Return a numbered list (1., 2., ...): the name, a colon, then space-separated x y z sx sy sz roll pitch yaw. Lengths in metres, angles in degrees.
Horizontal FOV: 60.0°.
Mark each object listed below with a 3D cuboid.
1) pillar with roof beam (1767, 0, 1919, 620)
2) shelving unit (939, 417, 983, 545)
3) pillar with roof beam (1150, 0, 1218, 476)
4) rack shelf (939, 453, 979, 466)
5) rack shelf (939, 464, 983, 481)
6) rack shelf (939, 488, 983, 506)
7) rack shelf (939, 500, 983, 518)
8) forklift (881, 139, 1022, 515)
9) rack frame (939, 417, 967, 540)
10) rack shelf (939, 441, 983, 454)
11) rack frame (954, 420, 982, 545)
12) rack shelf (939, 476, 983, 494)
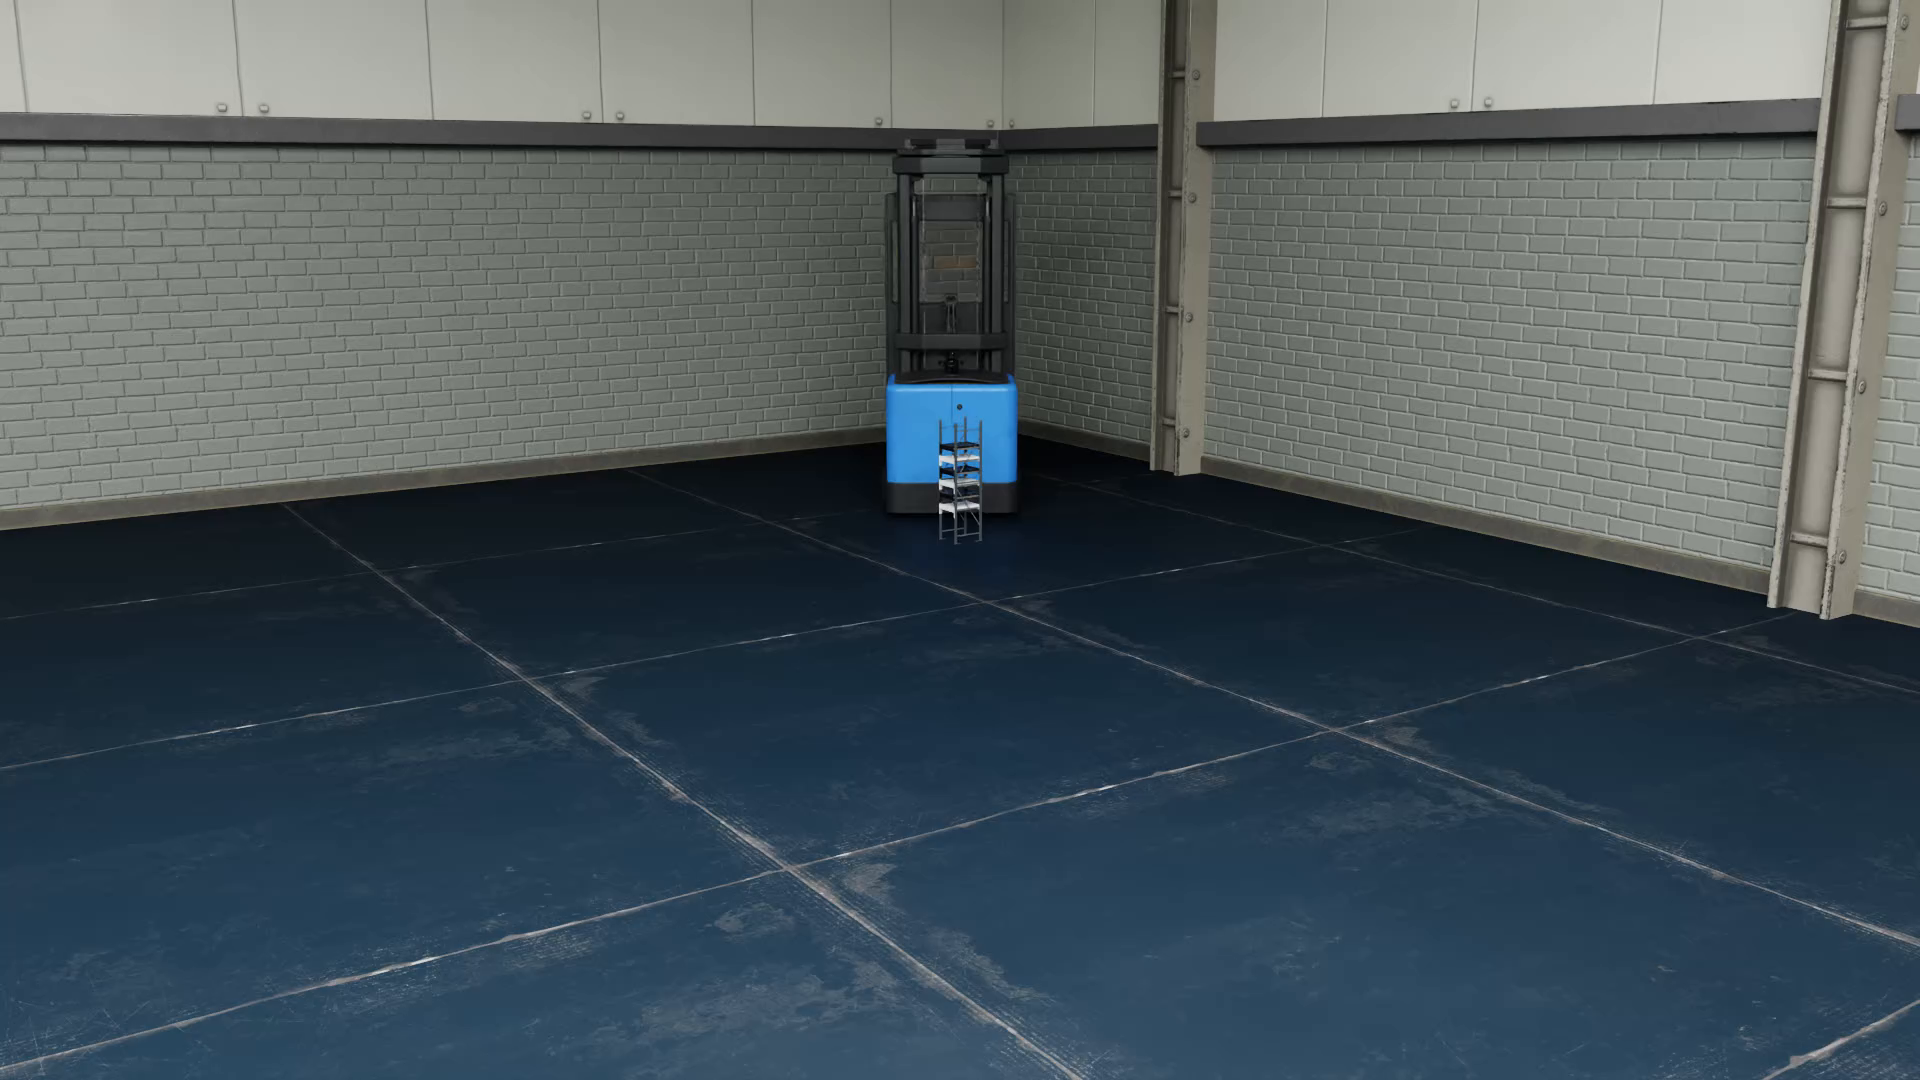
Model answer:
1. pillar with roof beam: 1.723 -3.453 7.087 9.100 9.000 0.400 -8 15 -33
2. shelving unit: 0.004 -0.438 12.259 0.258 0.900 0.210 -8 15 -33
3. pillar with roof beam: -1.601 -4.520 11.967 9.100 9.000 0.400 -8 15 -33
4. rack shelf: 0.004 -0.581 12.228 0.258 0.077 0.200 -8 15 -33
5. rack shelf: 0.004 -0.494 12.247 0.258 0.077 0.200 -8 15 -33
6. rack shelf: 0.004 -0.318 12.285 0.258 0.077 0.200 -8 15 -33
7. rack shelf: 0.004 -0.230 12.305 0.258 0.077 0.200 -8 15 -33
8. forklift: -0.083 -1.892 14.153 1.130 2.935 3.031 0 12 -1
9. rack frame: -0.052 -0.456 12.342 0.240 0.900 0.006 -8 15 -33
10. rack shelf: 0.004 -0.669 12.208 0.258 0.077 0.200 -8 15 -33
11. rack frame: 0.061 -0.420 12.176 0.240 0.900 0.006 -8 15 -33
12. rack shelf: 0.004 -0.406 12.266 0.258 0.077 0.200 -8 15 -33
